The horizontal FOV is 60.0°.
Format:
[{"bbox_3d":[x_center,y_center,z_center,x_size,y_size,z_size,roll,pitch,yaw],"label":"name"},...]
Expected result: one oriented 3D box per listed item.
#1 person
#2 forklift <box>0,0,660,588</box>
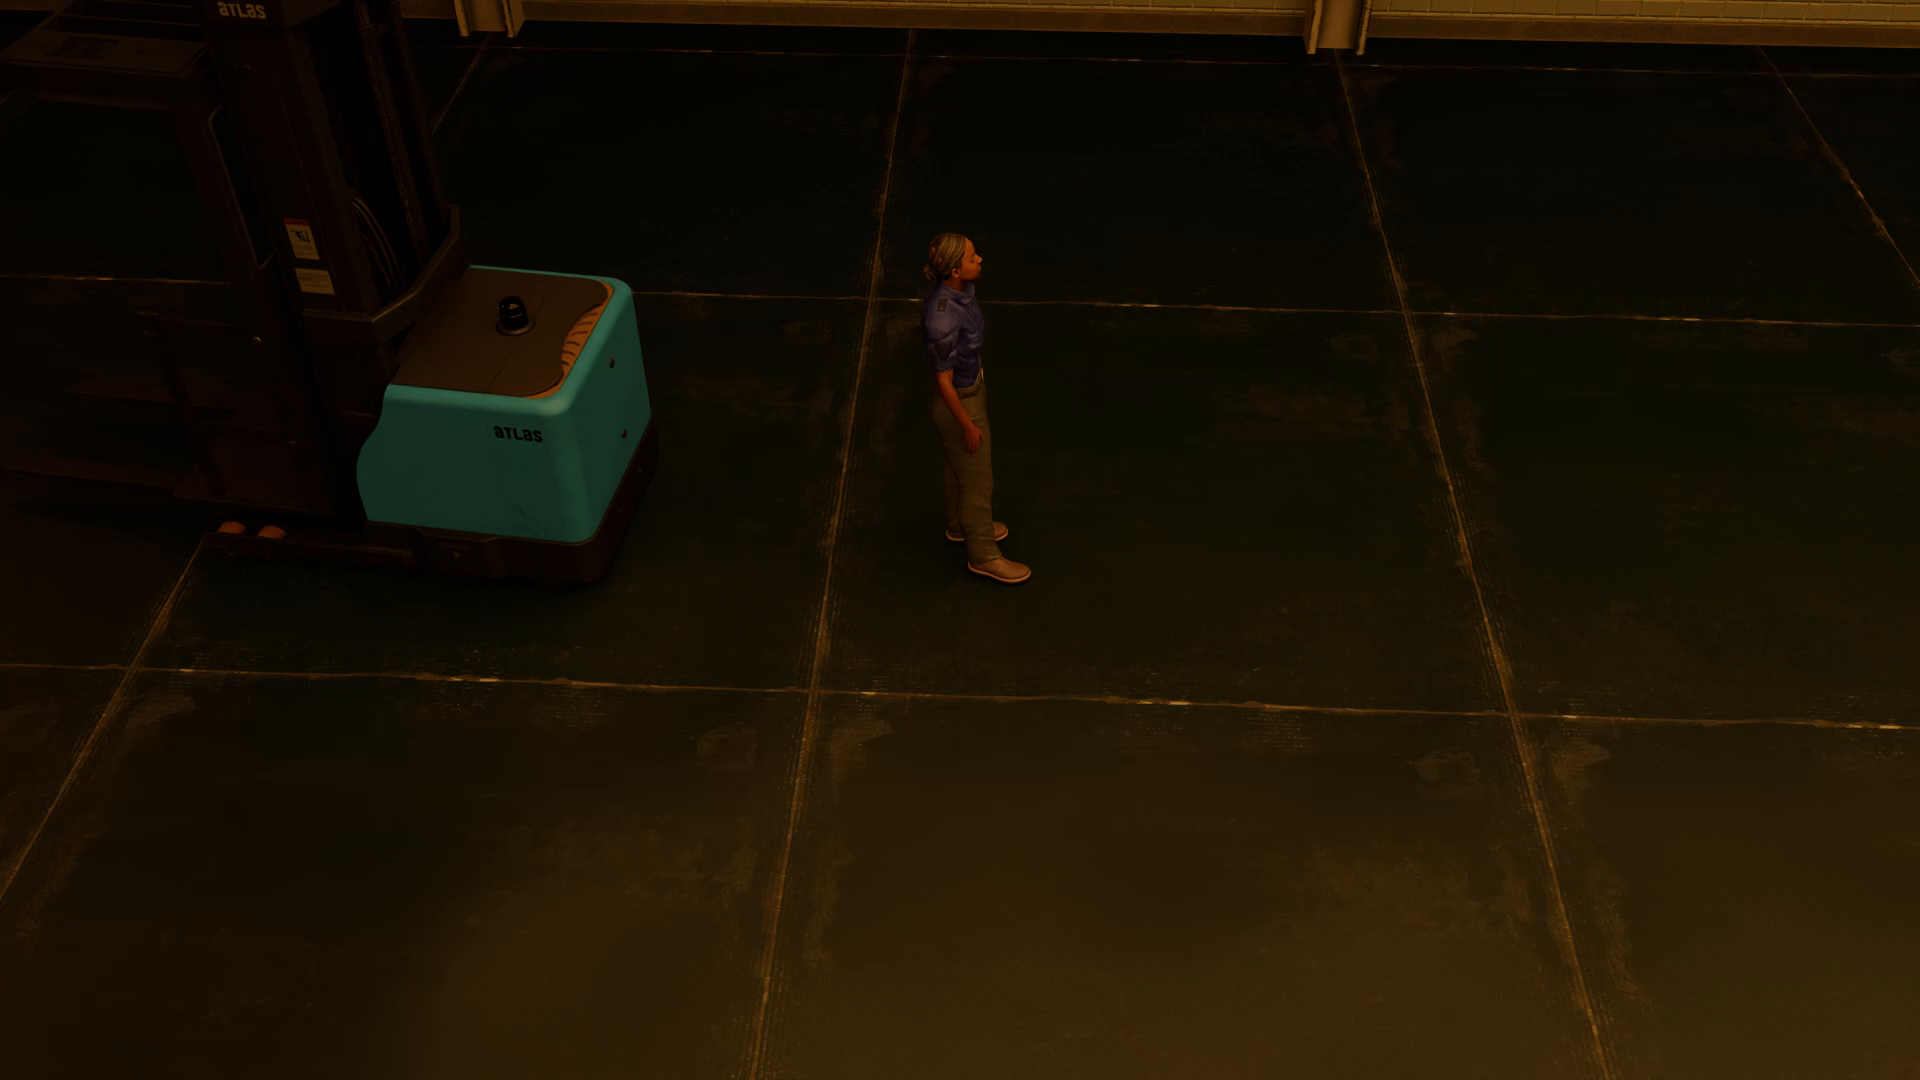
[{"bbox_3d":[0.087,-0.600,7.336,0.503,1.656,0.570,2,42,2],"label":"person"},{"bbox_3d":[-3.056,-1.331,7.200,3.031,2.935,1.130,6,43,7],"label":"forklift"}]
